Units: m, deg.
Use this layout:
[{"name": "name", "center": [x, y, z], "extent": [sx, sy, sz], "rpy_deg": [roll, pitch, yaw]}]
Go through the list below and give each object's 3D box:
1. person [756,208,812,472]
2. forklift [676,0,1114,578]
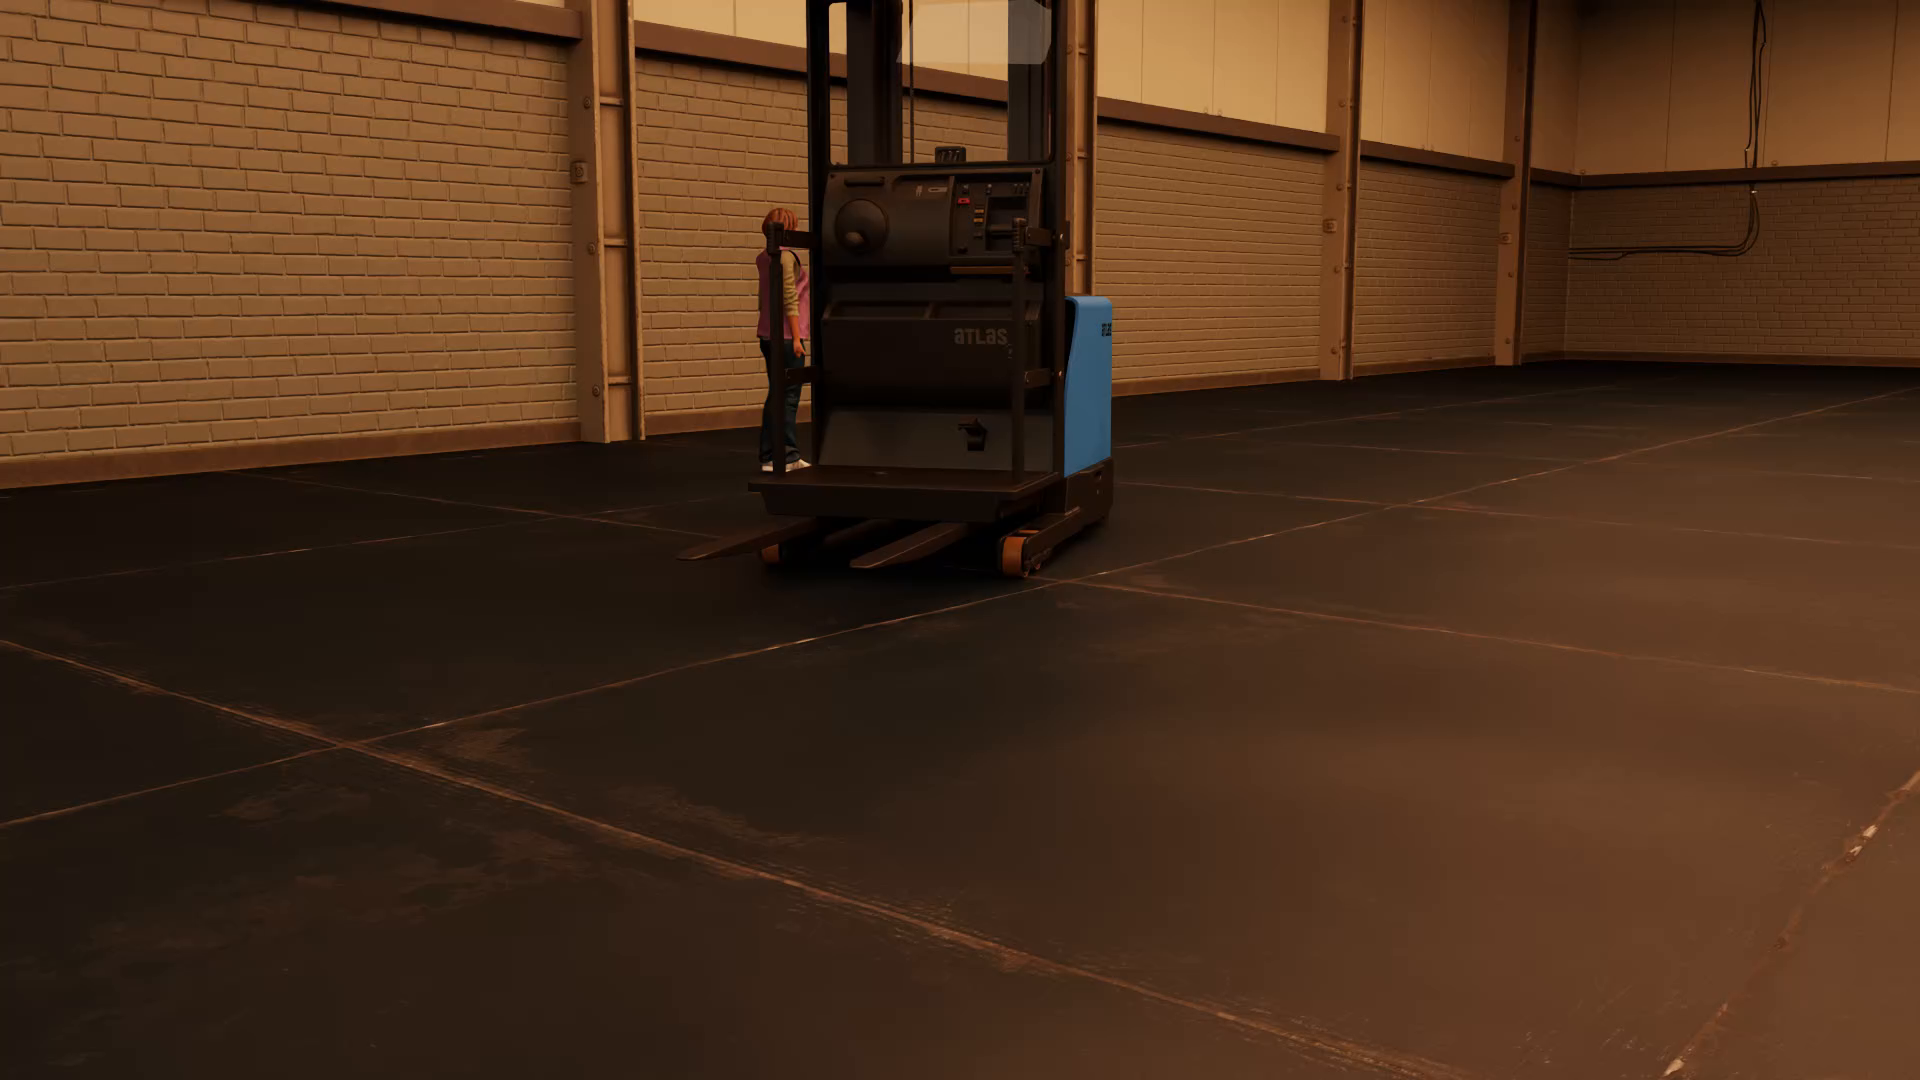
[{"name": "person", "center": [-1.063, -1.187, 10.093], "extent": [0.316, 1.574, 0.415], "rpy_deg": [-5, 10, -30]}, {"name": "forklift", "center": [-0.176, -1.366, 6.616], "extent": [1.130, 2.935, 3.031], "rpy_deg": [3, 9, 17]}]
